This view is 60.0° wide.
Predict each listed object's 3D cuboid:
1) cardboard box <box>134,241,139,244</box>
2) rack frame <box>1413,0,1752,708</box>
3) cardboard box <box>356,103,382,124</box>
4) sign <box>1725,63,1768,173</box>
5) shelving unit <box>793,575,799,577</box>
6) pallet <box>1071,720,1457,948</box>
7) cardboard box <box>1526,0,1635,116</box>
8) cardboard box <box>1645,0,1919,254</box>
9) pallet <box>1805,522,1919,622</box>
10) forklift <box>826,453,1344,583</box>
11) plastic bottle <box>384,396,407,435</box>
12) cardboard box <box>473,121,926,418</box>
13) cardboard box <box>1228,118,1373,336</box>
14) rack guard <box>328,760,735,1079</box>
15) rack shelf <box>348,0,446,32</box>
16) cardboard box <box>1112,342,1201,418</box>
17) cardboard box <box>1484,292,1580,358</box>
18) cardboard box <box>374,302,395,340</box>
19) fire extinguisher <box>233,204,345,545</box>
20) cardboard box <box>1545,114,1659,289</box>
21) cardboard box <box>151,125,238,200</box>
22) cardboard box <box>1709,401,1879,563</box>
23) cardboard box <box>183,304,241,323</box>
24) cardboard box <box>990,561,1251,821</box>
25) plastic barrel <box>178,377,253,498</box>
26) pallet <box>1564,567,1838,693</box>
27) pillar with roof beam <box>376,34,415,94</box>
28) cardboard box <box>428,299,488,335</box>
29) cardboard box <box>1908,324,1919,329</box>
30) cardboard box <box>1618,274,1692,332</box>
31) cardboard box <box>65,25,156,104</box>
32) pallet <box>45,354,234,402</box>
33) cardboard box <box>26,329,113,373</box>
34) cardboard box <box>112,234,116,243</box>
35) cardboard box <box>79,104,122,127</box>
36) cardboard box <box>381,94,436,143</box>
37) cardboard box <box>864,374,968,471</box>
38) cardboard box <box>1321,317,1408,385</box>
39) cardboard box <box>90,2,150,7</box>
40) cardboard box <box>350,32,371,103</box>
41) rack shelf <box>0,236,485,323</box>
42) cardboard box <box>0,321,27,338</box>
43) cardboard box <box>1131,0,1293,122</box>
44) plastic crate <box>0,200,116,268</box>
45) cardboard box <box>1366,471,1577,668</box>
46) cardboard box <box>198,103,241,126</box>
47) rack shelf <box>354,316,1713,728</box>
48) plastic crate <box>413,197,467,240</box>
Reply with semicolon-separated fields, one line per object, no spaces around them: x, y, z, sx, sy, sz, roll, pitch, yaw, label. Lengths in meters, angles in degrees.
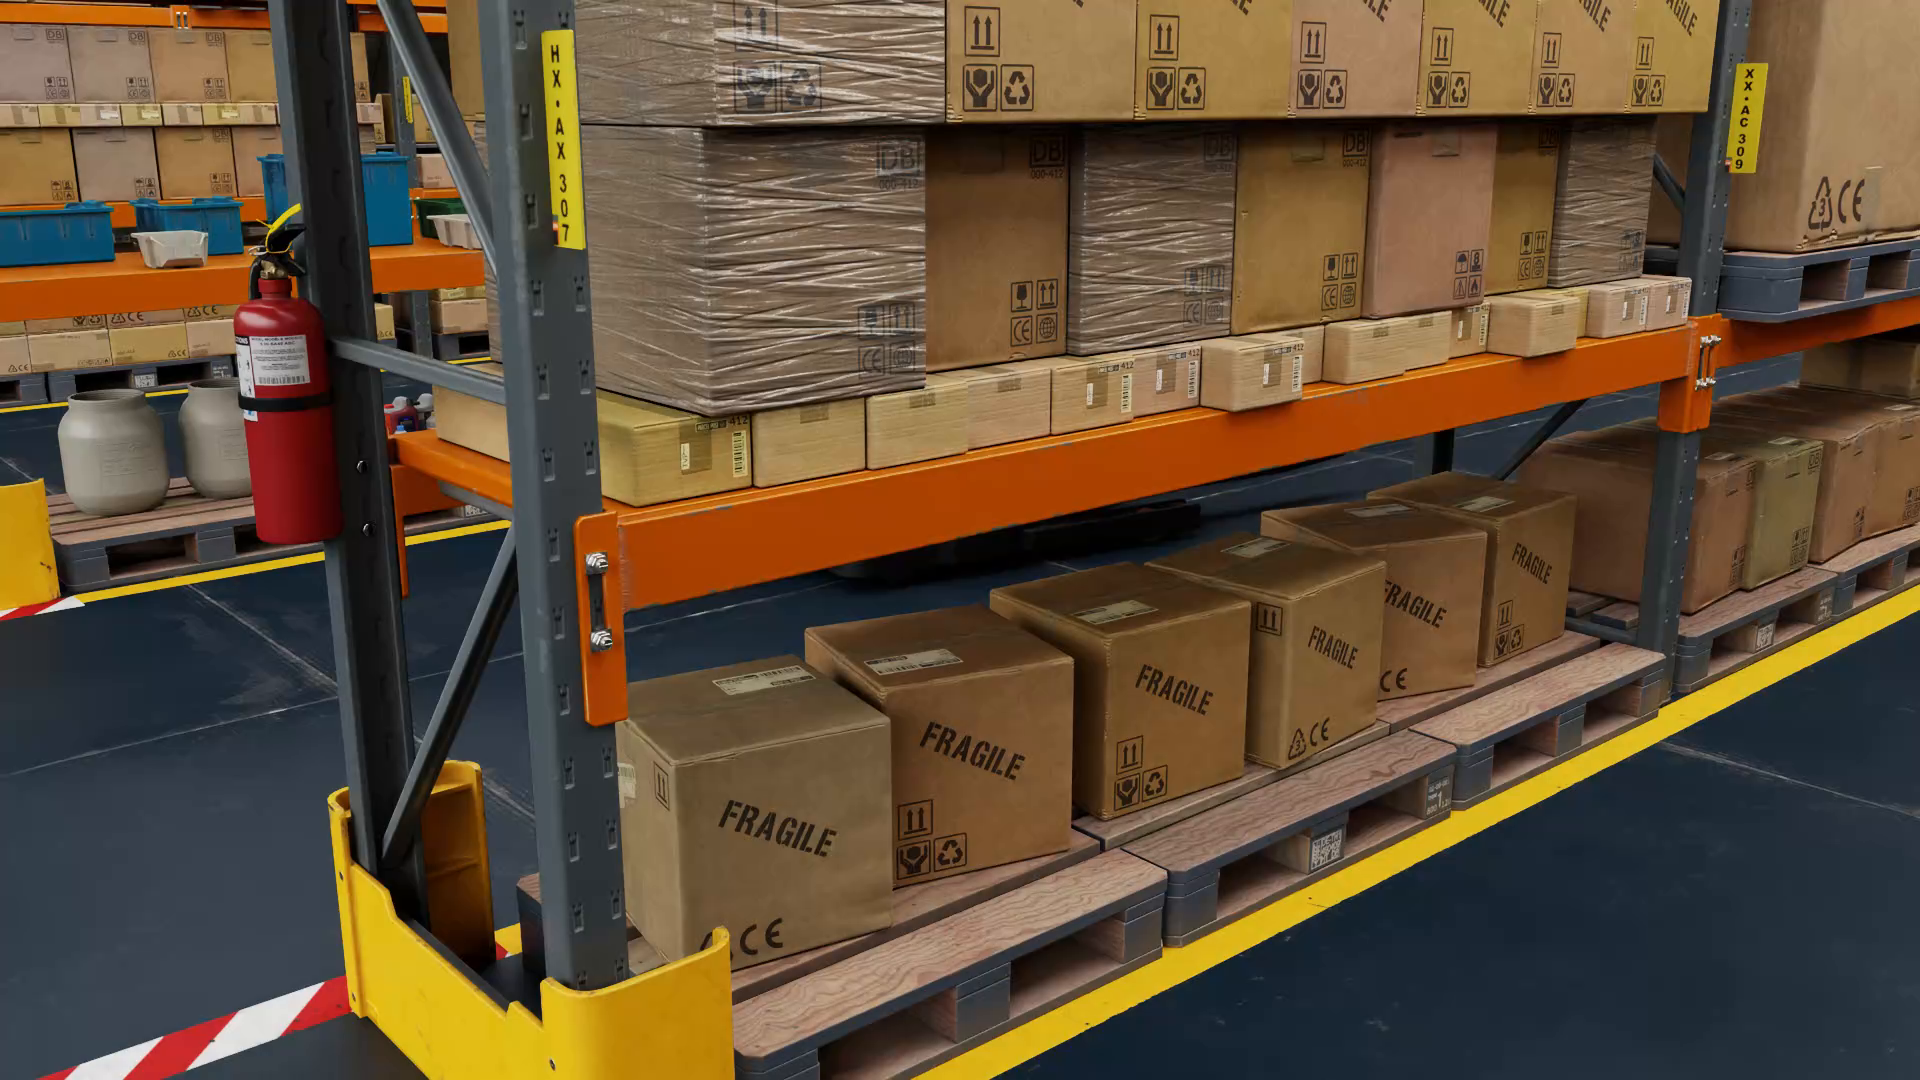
-5.762;-1.959;12.334;0.500;0.500;0.500;-13;19;-39;cardboard box
2.048;-0.980;5.608;0.127;3.000;1.000;-13;19;-39;rack frame
-4.517;-3.184;12.405;0.250;0.149;0.380;-13;20;-39;cardboard box
2.410;-1.294;5.106;0.005;0.325;0.100;-13;19;-39;sign
-1.121;-0.555;6.913;0.755;1.500;0.431;-10;18;-32;shelving unit
0.644;0.695;4.739;1.213;0.211;1.003;-13;19;-39;pallet
1.513;-1.441;4.624;0.500;0.500;0.500;-13;19;-39;cardboard box
2.739;-1.581;5.878;1.000;1.000;1.000;-12;19;-39;cardboard box
3.555;0.027;7.241;1.213;0.211;1.003;-13;19;-39;pallet
0.527;-1.504;7.703;3.031;2.935;1.130;-10;18;-32;forklift
-2.915;-0.598;8.600;0.135;0.276;0.152;-12;19;-39;plastic bottle
-0.537;-0.583;3.349;0.500;0.500;0.875;-13;19;-39;cardboard box
0.552;-0.849;4.348;0.500;0.500;0.875;-13;19;-39;cardboard box
-0.912;0.892;3.442;0.348;0.500;1.175;-13;19;-39;rack guard
-2.943;-4.350;13.805;4.000;0.370;1.077;-13;19;-39;rack shelf
0.341;-0.396;3.908;0.250;0.149;0.380;-13;19;-39;cardboard box
1.540;-0.630;4.784;0.250;0.149;0.380;-13;19;-39;cardboard box
-4.658;-1.663;12.678;0.500;0.250;0.500;-13;19;-39;cardboard box
-1.358;-0.336;3.345;0.183;0.674;0.296;-13;19;-39;fire extinguisher
1.668;-1.108;5.317;0.500;0.500;0.875;-13;19;-39;cardboard box
-5.557;-2.707;11.877;0.500;0.500;0.700;-12;19;-39;cardboard box
3.319;-0.257;6.892;0.700;0.500;0.500;14;20;42;cardboard box
-5.418;-1.857;11.953;0.500;0.500;0.500;-13;19;-39;cardboard box
0.426;0.389;4.511;0.500;0.500;0.500;-10;18;-34;cardboard box
-3.396;-0.479;7.739;0.421;0.512;0.421;0;15;0;plastic barrel
2.634;0.235;6.463;1.213;0.211;1.003;-13;19;-39;pallet
-3.412;-6.559;14.870;0.400;9.000;9.100;-13;19;-39;pillar with roof beam
-3.985;-1.804;13.206;0.500;0.250;0.500;-13;20;-41;cardboard box
4.580;-0.906;7.867;0.500;0.250;0.500;-12;19;-37;cardboard box
2.079;-0.765;5.290;0.250;0.149;0.380;-13;19;-39;cardboard box
-5.918;-3.253;11.409;0.500;0.500;0.700;-13;19;-39;cardboard box
-6.000;-1.228;11.939;1.213;0.211;1.003;-13;19;-39;pallet
-6.167;-1.324;11.409;0.500;0.250;0.500;-13;19;-39;cardboard box
-8.463;-2.695;16.017;0.500;0.500;0.500;14;21;43;cardboard box
-5.872;-2.879;11.263;0.250;0.149;0.380;-12;19;-39;cardboard box
-5.962;-4.515;17.794;0.500;0.500;0.700;-13;19;-39;cardboard box
-0.198;-0.261;3.403;0.250;0.149;0.380;-13;19;-39;cardboard box
0.938;-0.514;4.349;0.250;0.149;0.380;-13;19;-39;cardboard box
-7.927;-5.246;15.534;0.500;0.500;0.500;-12;19;-38;cardboard box
-4.783;-3.508;12.364;0.500;0.500;0.700;-13;19;-39;cardboard box
-2.712;-1.258;8.042;4.000;0.370;1.077;-13;19;-39;rack shelf
-6.543;-1.601;10.994;0.500;0.500;0.500;-13;19;-39;cardboard box
0.382;-1.186;3.671;0.500;0.500;0.500;-13;19;-39;cardboard box
-4.040;-1.338;7.236;0.616;0.251;0.499;-13;19;-39;plastic crate
1.720;0.084;5.652;0.500;0.500;0.500;-13;20;-41;cardboard box
-5.285;-3.012;11.761;0.250;0.149;0.380;-13;20;-40;cardboard box
0.539;-0.294;4.433;4.000;0.370;1.077;-13;19;-39;rack shelf
-2.413;-1.667;8.590;0.662;0.188;0.450;-13;19;-39;plastic crate
